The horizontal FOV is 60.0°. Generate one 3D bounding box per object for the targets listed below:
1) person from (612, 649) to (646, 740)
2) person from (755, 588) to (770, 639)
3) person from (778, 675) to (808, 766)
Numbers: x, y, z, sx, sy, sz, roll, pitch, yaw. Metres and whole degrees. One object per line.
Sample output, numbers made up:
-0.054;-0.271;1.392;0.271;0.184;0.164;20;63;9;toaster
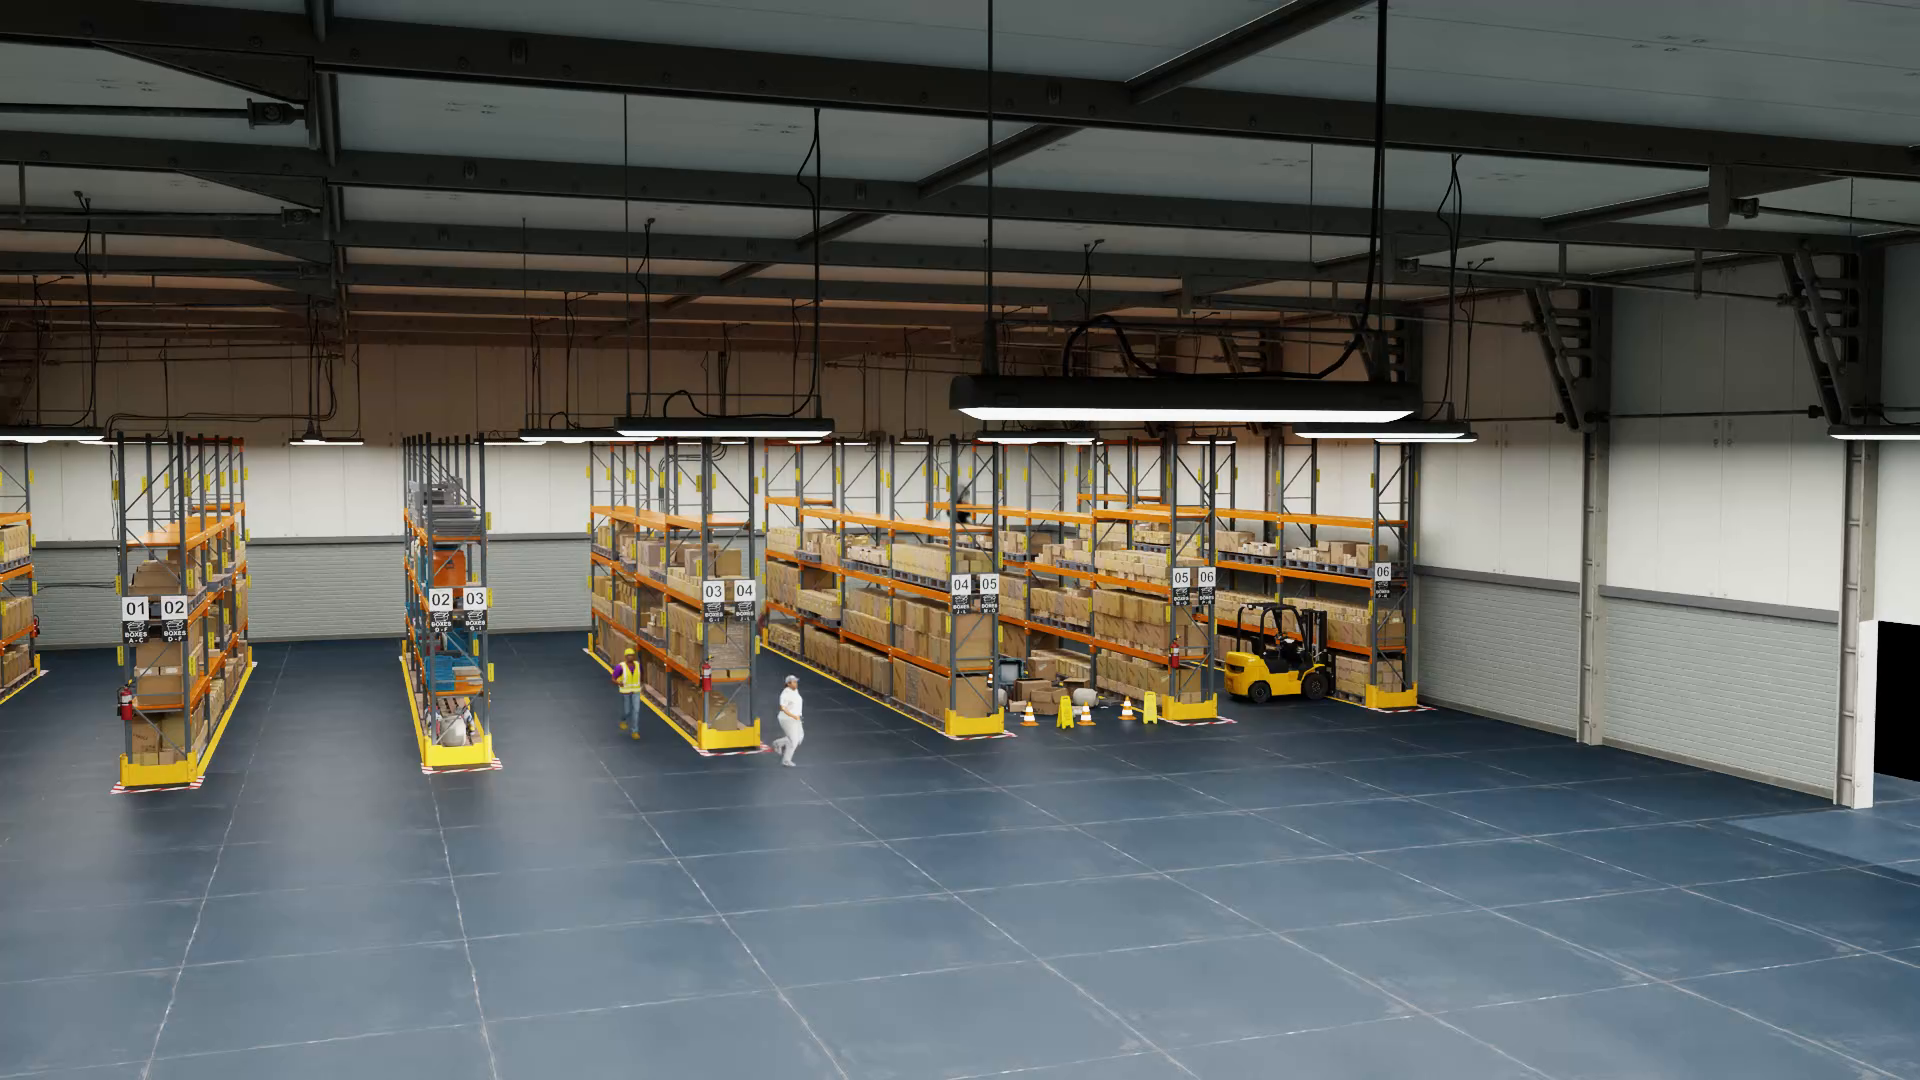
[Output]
-6.510;3.028;32.821;0.697;1.757;0.935;-1;3;-25;person
-5.891;2.173;49.630;0.535;1.581;0.642;0;3;-3;person
-3.016;3.257;30.071;0.615;1.635;0.637;1;3;17;person
